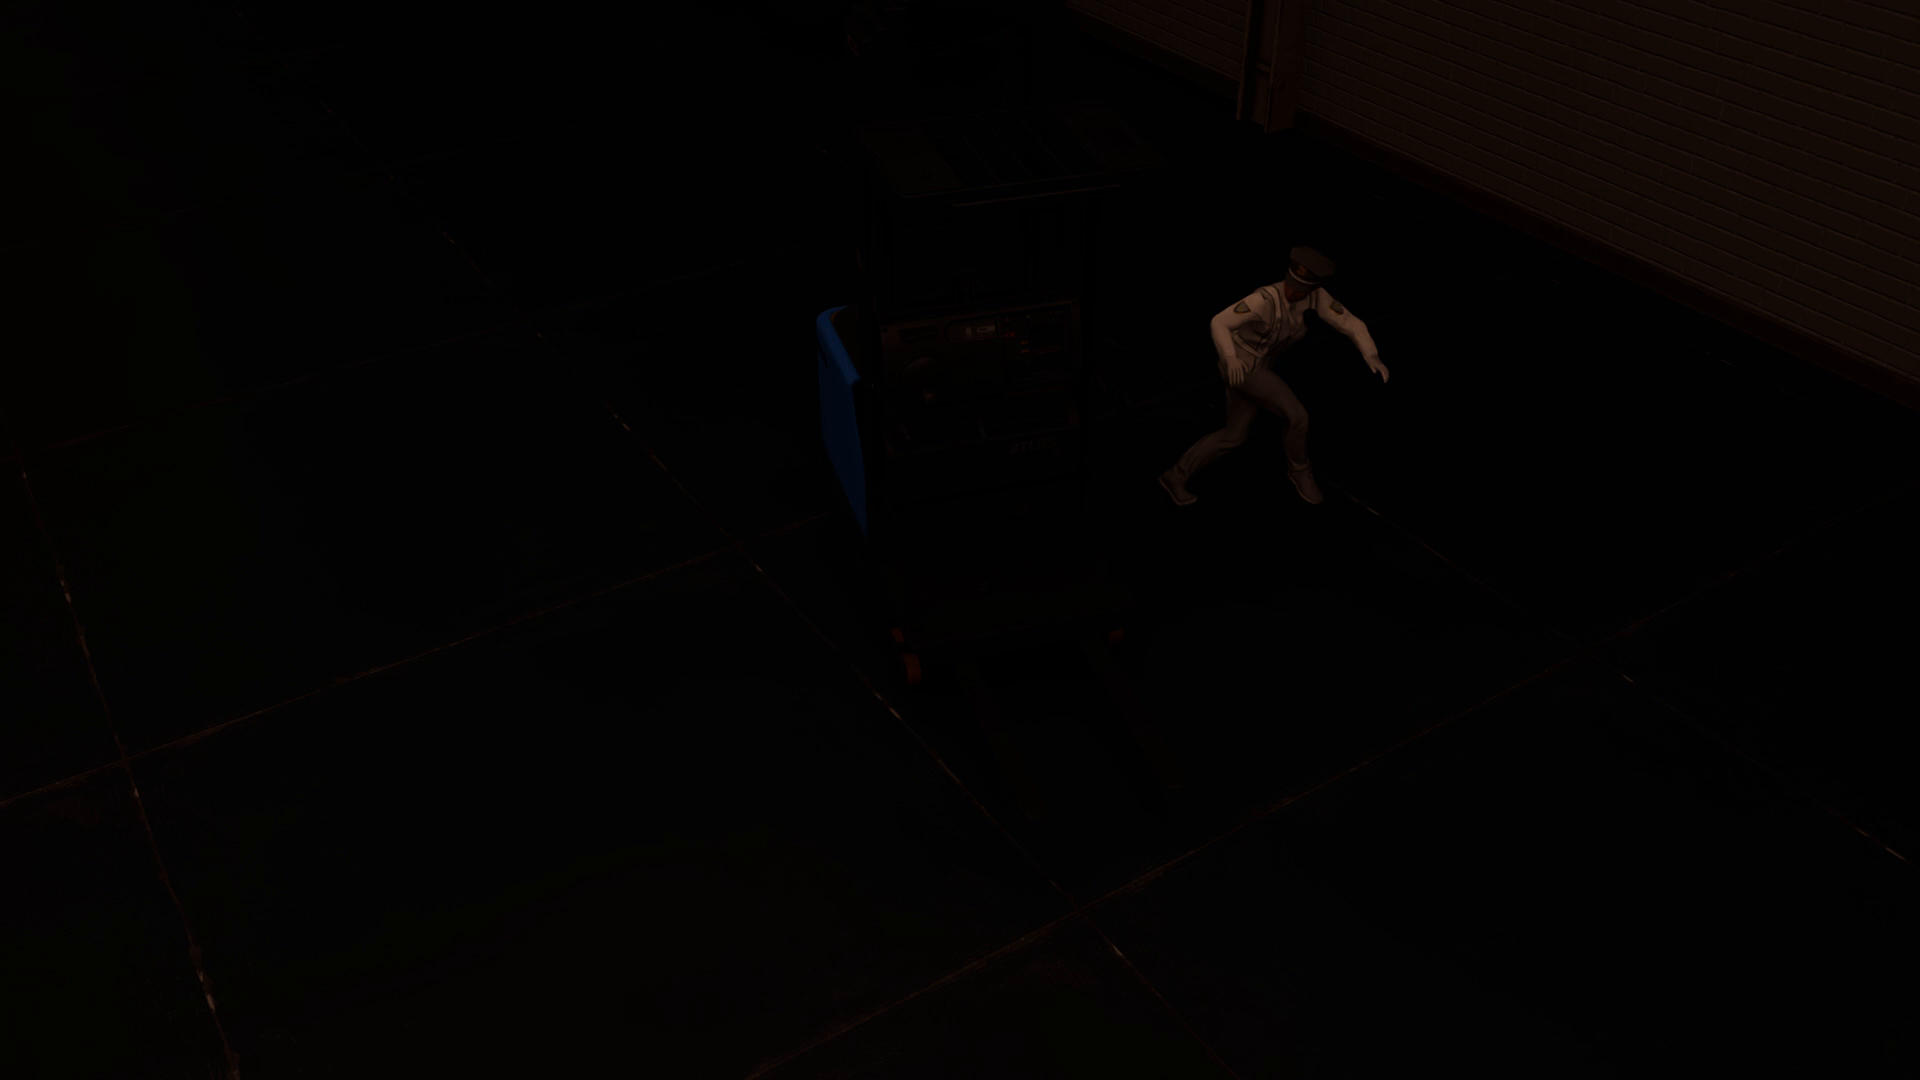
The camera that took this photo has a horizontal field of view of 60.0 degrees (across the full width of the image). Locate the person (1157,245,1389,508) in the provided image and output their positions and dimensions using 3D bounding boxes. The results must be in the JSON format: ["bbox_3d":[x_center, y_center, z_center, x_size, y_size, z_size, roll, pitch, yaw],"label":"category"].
[{"bbox_3d":[1.639,-0.763,8.556,1.016,1.472,0.857,20,40,26],"label":"person"}]

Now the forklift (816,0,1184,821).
[{"bbox_3d":[0.164,-0.776,7.253,1.130,2.935,3.031,-10,36,-14],"label":"forklift"}]
